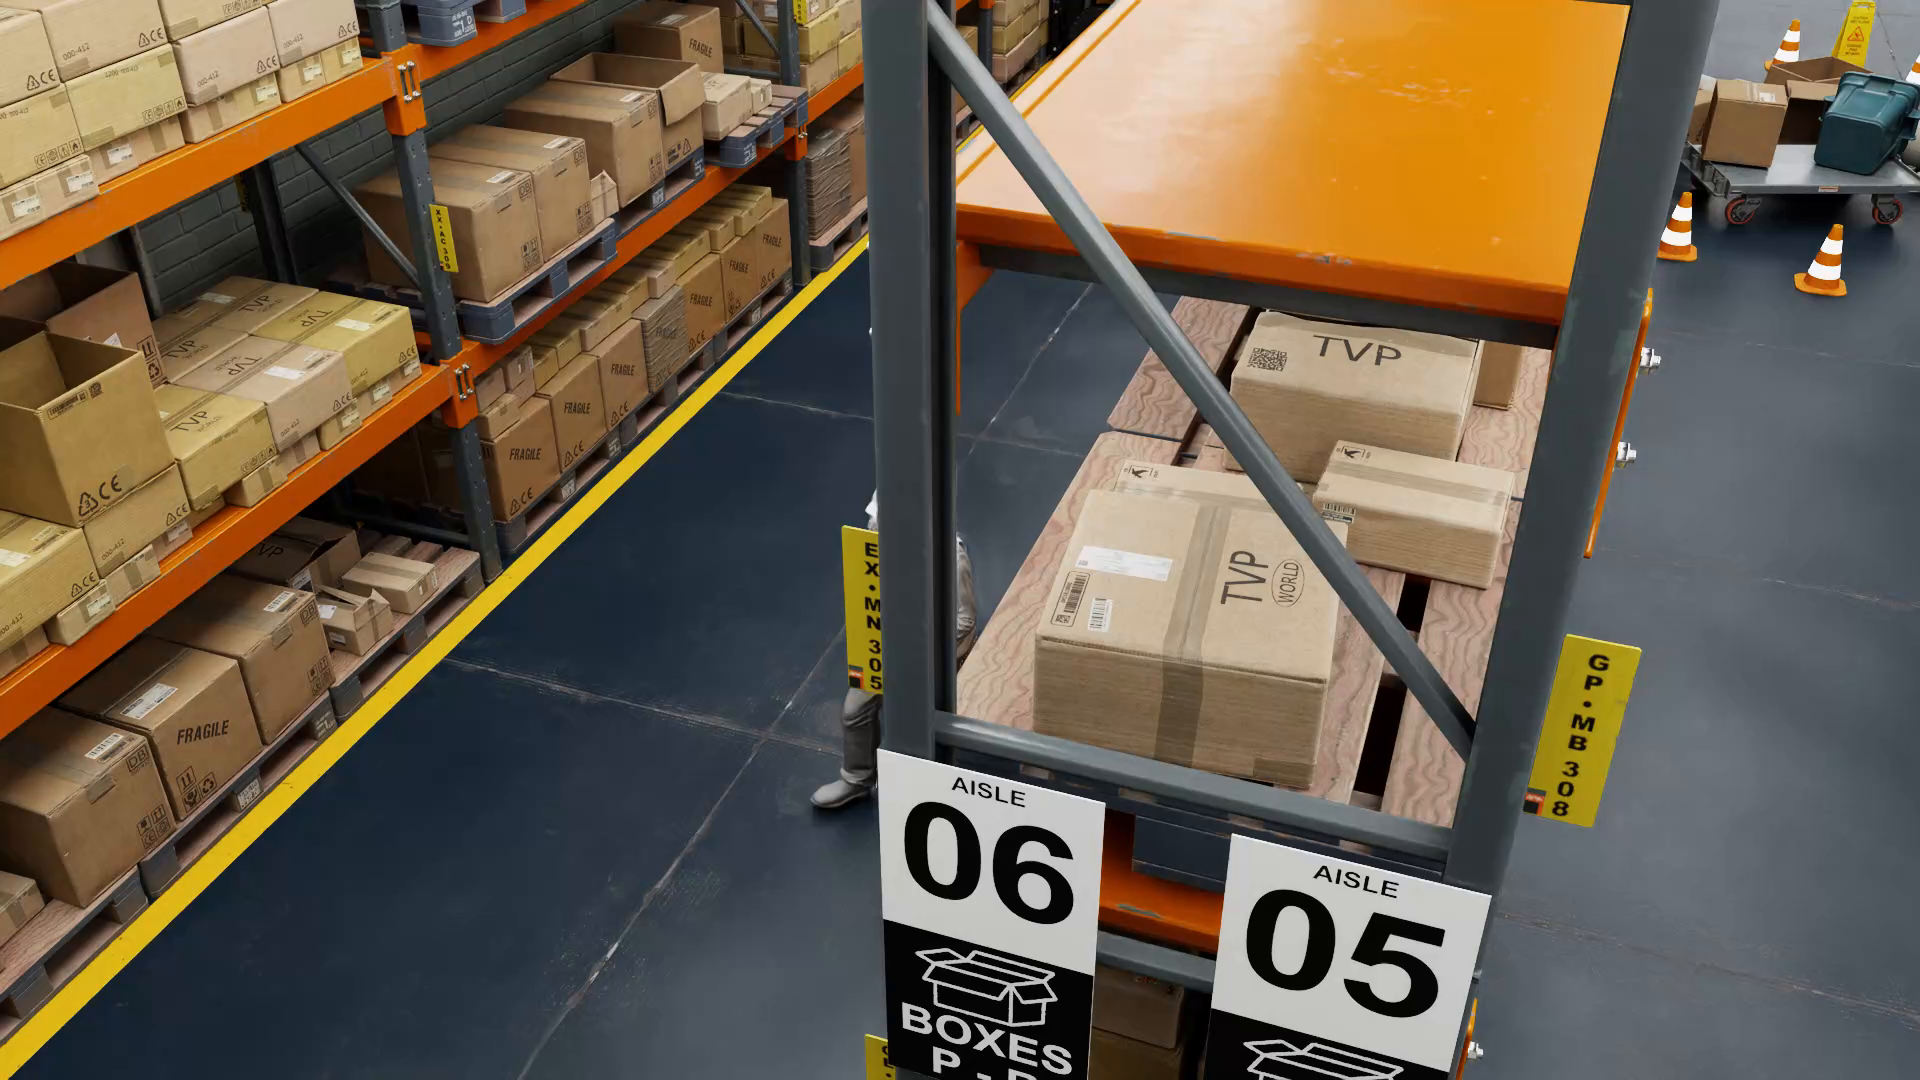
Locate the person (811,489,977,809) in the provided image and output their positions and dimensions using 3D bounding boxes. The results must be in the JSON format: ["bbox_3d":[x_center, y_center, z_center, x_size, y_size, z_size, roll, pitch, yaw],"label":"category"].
[{"bbox_3d":[-0.163,0.388,6.978,0.685,1.718,0.835,20,38,28],"label":"person"}]
